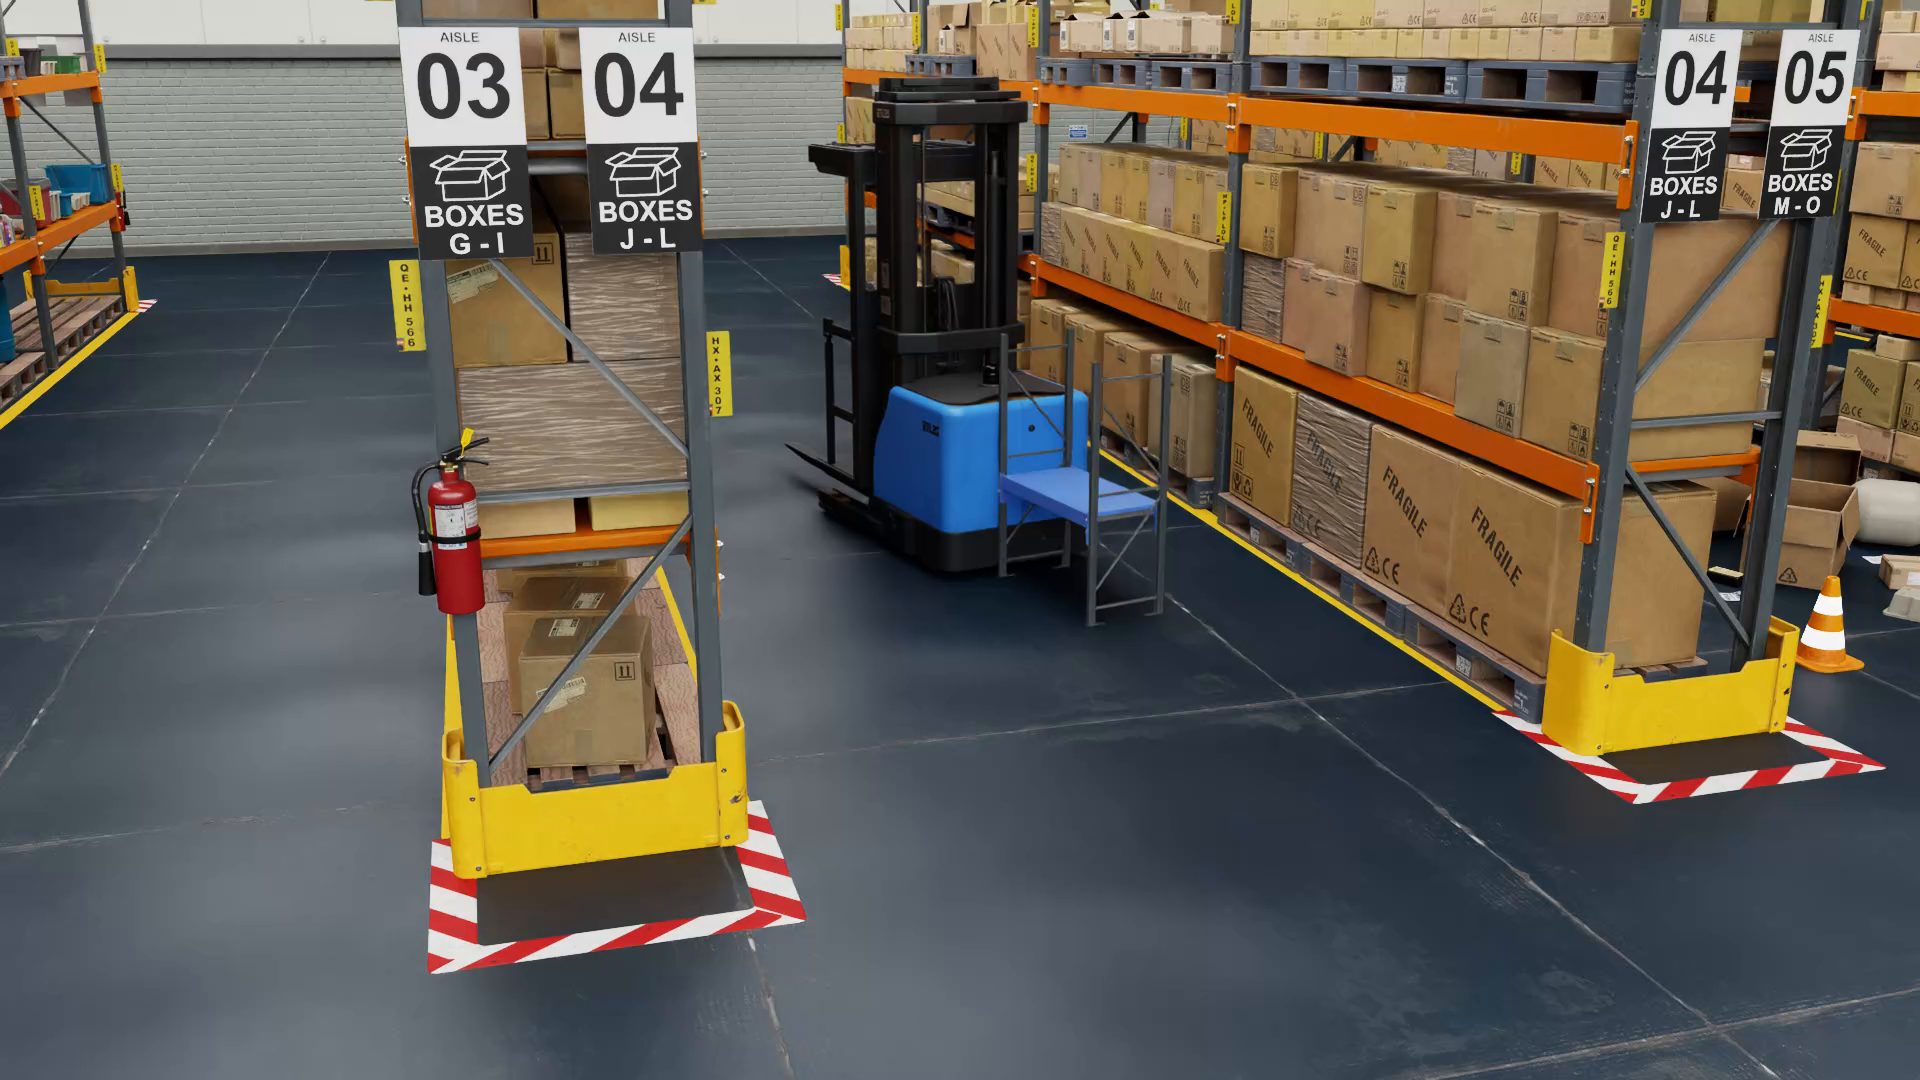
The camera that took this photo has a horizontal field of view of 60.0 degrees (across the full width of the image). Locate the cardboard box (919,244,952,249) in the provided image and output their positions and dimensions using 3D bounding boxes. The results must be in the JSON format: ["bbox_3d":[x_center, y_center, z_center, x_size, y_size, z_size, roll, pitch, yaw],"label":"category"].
[{"bbox_3d":[-0.312,-3.677,21.169,0.380,0.149,0.250,-4,17,-13],"label":"cardboard box"}]

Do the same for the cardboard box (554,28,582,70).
[{"bbox_3d":[-1.299,-1.825,6.167,0.380,0.149,0.250,-5,17,-16],"label":"cardboard box"}]

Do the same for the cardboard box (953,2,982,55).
[{"bbox_3d":[0.352,-5.108,16.618,0.797,0.503,0.637,-5,17,-16],"label":"cardboard box"}]

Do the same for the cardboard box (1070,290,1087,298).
[{"bbox_3d":[1.196,-2.325,15.789,0.500,0.250,0.500,-6,18,-18],"label":"cardboard box"}]

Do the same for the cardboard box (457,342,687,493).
[{"bbox_3d":[-1.570,-0.519,6.776,0.875,0.500,0.500,-5,17,-15],"label":"cardboard box"}]

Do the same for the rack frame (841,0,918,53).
[{"bbox_3d":[-1.046,-7.838,21.402,1.000,3.000,0.127,-5,17,-15],"label":"rack frame"}]

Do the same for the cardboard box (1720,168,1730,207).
[{"bbox_3d":[6.362,-2.846,13.792,0.500,0.500,0.500,-4,17,-13],"label":"cardboard box"}]

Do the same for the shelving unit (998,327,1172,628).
[{"bbox_3d":[0.697,-0.393,9.654,0.538,1.500,1.048,-9,19,-27],"label":"shelving unit"}]

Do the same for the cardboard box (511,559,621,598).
[{"bbox_3d":[-1.952,0.310,8.321,0.500,0.500,0.500,-3,17,-10],"label":"cardboard box"}]

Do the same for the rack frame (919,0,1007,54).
[{"bbox_3d":[0.053,-6.731,17.719,1.000,3.000,0.127,-5,17,-15],"label":"rack frame"}]

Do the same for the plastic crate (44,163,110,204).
[{"bbox_3d":[-10.333,-4.177,19.477,0.616,0.435,0.499,-5,17,-15],"label":"plastic crate"}]

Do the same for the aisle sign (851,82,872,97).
[{"bbox_3d":[-1.354,-6.206,21.880,0.394,0.787,0.004,-5,17,-15],"label":"aisle sign"}]

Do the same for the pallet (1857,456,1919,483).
[{"bbox_3d":[7.202,-0.546,12.403,1.003,0.211,1.213,-5,17,-15],"label":"pallet"}]

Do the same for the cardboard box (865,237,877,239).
[{"bbox_3d":[-1.229,-3.913,21.958,0.380,0.149,0.250,-6,18,-18],"label":"cardboard box"}]

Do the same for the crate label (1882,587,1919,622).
[{"bbox_3d":[5.475,0.365,9.498,0.298,0.136,0.250,16,23,42],"label":"crate label"}]

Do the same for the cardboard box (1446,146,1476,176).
[{"bbox_3d":[5.342,-3.961,17.014,0.500,0.500,0.500,-4,17,-14],"label":"cardboard box"}]

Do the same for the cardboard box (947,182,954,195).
[{"bbox_3d":[0.085,-3.574,16.824,0.380,0.149,0.250,-5,17,-16],"label":"cardboard box"}]

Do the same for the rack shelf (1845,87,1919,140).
[{"bbox_3d":[7.533,-2.603,10.441,1.077,0.370,4.000,-5,17,-15],"label":"rack shelf"}]

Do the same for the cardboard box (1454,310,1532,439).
[{"bbox_3d":[3.033,-0.860,8.341,0.875,0.550,0.550,-5,17,-15],"label":"cardboard box"}]

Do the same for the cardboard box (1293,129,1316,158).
[{"bbox_3d":[4.390,-4.913,20.182,0.500,0.500,0.500,-5,17,-16],"label":"cardboard box"}]

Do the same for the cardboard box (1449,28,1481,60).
[{"bbox_3d":[2.654,-2.451,8.216,0.380,0.149,0.250,-5,17,-16],"label":"cardboard box"}]

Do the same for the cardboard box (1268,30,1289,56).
[{"bbox_3d":[2.098,-3.011,10.082,0.380,0.149,0.250,-5,17,-15],"label":"cardboard box"}]

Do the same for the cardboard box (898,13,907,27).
[{"bbox_3d":[-0.486,-5.855,18.714,0.380,0.149,0.250,-5,17,-15],"label":"cardboard box"}]

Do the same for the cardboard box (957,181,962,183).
[{"bbox_3d":[0.153,-3.647,16.551,0.380,0.149,0.250,-4,17,-14],"label":"cardboard box"}]

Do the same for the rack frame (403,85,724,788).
[{"bbox_3d":[-1.446,-0.175,6.319,1.000,3.000,0.127,-5,17,-15],"label":"rack frame"}]

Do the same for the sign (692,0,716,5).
[{"bbox_3d":[-0.924,-2.073,5.905,0.100,0.325,0.005,-5,17,-15],"label":"sign"}]

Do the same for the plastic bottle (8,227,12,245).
[{"bbox_3d":[-9.028,-2.894,15.717,0.097,0.201,0.097,0,17,0],"label":"plastic bottle"}]

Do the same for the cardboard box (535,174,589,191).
[{"bbox_3d":[-2.018,-1.709,9.000,0.500,0.500,0.500,-5,17,-15],"label":"cardboard box"}]

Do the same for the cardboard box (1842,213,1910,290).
[{"bbox_3d":[6.836,-2.111,12.075,0.500,0.500,0.500,-5,17,-15],"label":"cardboard box"}]

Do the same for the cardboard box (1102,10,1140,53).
[{"bbox_3d":[1.419,-3.896,12.747,0.500,0.311,0.500,-5,17,-16],"label":"cardboard box"}]

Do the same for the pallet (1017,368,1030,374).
[{"bbox_3d":[0.939,-1.632,16.020,1.003,0.211,1.213,-5,17,-15],"label":"pallet"}]

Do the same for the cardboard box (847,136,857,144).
[{"bbox_3d":[-1.188,-5.009,21.722,0.500,0.500,0.500,-4,17,-13],"label":"cardboard box"}]

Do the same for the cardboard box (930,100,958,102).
[{"bbox_3d":[-0.242,-5.098,20.279,0.500,0.500,0.500,-5,18,-17],"label":"cardboard box"}]

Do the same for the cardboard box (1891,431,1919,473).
[{"bbox_3d":[7.044,-0.618,11.843,0.500,0.250,0.500,-4,17,-12],"label":"cardboard box"}]

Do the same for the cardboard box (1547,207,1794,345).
[{"bbox_3d":[3.286,-1.234,7.707,0.875,0.550,0.550,-5,17,-15],"label":"cardboard box"}]

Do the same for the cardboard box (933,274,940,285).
[{"bbox_3d":[0.001,-2.637,18.131,0.500,0.500,0.500,-4,17,-13],"label":"cardboard box"}]

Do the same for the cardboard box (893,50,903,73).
[{"bbox_3d":[-0.467,-5.476,19.016,0.500,0.250,0.500,-5,17,-15],"label":"cardboard box"}]

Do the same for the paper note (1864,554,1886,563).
[{"bbox_3d":[5.820,0.118,10.525,0.148,0.019,0.142,1,17,4],"label":"paper note"}]

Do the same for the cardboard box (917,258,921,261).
[{"bbox_3d":[-0.475,-3.270,19.817,0.380,0.149,0.250,-4,17,-13],"label":"cardboard box"}]

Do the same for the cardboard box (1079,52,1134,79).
[{"bbox_3d":[1.252,-4.415,15.049,0.500,0.500,0.500,-5,17,-15],"label":"cardboard box"}]

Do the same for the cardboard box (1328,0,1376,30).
[{"bbox_3d":[2.396,-2.965,9.235,0.500,0.250,0.500,-5,17,-16],"label":"cardboard box"}]

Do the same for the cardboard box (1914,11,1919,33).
[{"bbox_3d":[6.856,-3.580,11.493,0.380,0.149,0.250,-4,17,-14],"label":"cardboard box"}]

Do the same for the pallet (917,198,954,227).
[{"bbox_3d":[0.123,-3.543,17.868,1.003,0.211,1.213,-5,17,-15],"label":"pallet"}]

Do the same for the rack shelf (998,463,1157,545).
[{"bbox_3d":[0.697,-0.221,9.706,0.538,0.185,1.000,-9,19,-27],"label":"rack shelf"}]

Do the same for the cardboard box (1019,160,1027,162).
[{"bbox_3d":[0.632,-3.842,17.199,0.380,0.149,0.250,-5,18,-17],"label":"cardboard box"}]

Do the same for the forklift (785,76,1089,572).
[{"bbox_3d":[-0.323,-1.587,11.141,1.130,2.935,3.031,-9,19,-27],"label":"forklift"}]

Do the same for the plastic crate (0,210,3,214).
[{"bbox_3d":[-10.072,-3.288,17.057,0.437,0.125,0.590,-5,17,-15],"label":"plastic crate"}]

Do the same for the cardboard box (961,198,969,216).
[{"bbox_3d":[0.228,-3.288,16.390,0.380,0.149,0.250,-4,17,-14],"label":"cardboard box"}]

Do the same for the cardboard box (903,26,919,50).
[{"bbox_3d":[-0.318,-5.570,18.458,0.500,0.250,0.500,-6,18,-18],"label":"cardboard box"}]

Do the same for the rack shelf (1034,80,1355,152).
[{"bbox_3d":[1.702,-3.291,12.729,1.077,0.370,4.000,-5,17,-15],"label":"rack shelf"}]

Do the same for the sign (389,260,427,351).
[{"bbox_3d":[-1.985,-0.842,5.980,0.100,0.325,0.005,-5,17,-15],"label":"sign"}]

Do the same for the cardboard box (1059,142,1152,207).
[{"bbox_3d":[1.266,-3.153,14.324,0.700,0.500,0.500,-5,17,-16],"label":"cardboard box"}]

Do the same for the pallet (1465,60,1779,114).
[{"bbox_3d":[3.137,-2.137,7.793,1.003,0.211,1.213,-5,17,-15],"label":"pallet"}]

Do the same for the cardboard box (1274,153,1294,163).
[{"bbox_3d":[4.265,-4.575,20.796,0.500,0.500,0.500,-5,17,-17],"label":"cardboard box"}]

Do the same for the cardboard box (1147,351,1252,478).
[{"bbox_3d":[1.995,-0.934,12.026,1.050,0.750,0.750,-5,17,-16],"label":"cardboard box"}]
